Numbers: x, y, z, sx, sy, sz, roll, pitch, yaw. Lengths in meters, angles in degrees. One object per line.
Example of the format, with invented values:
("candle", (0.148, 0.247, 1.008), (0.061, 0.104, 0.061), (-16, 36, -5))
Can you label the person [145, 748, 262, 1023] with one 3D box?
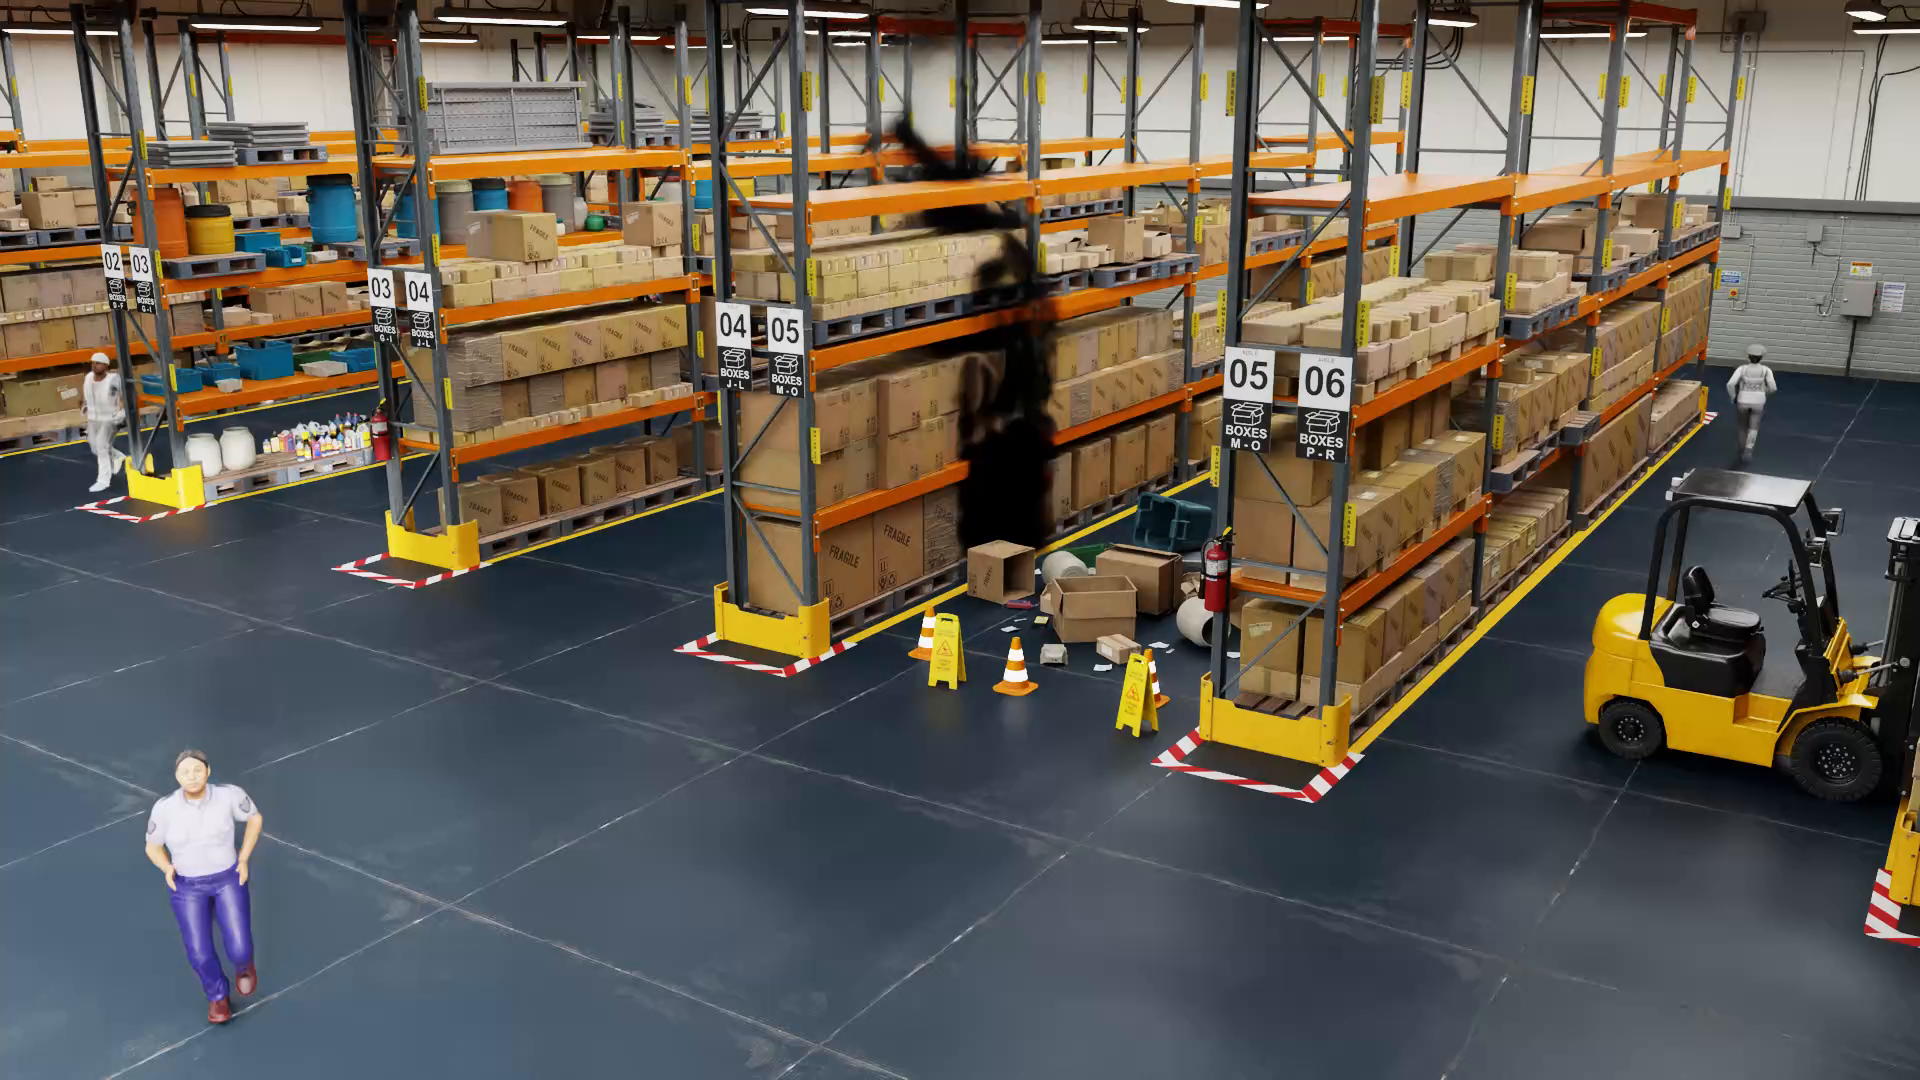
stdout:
("person", (-4.172, 1.939, 9.239), (0.599, 1.592, 0.516), (-6, 17, -20))

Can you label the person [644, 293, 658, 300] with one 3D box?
("person", (-5.957, -4.336, 31.844), (0.587, 1.590, 0.543), (6, 17, 19))

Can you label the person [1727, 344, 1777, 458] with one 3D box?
("person", (10.756, -1.850, 22.647), (0.618, 1.614, 0.714), (8, 17, 26))

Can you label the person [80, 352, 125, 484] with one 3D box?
("person", (-11.046, -1.607, 21.624), (0.736, 1.702, 0.634), (3, 16, 11))
